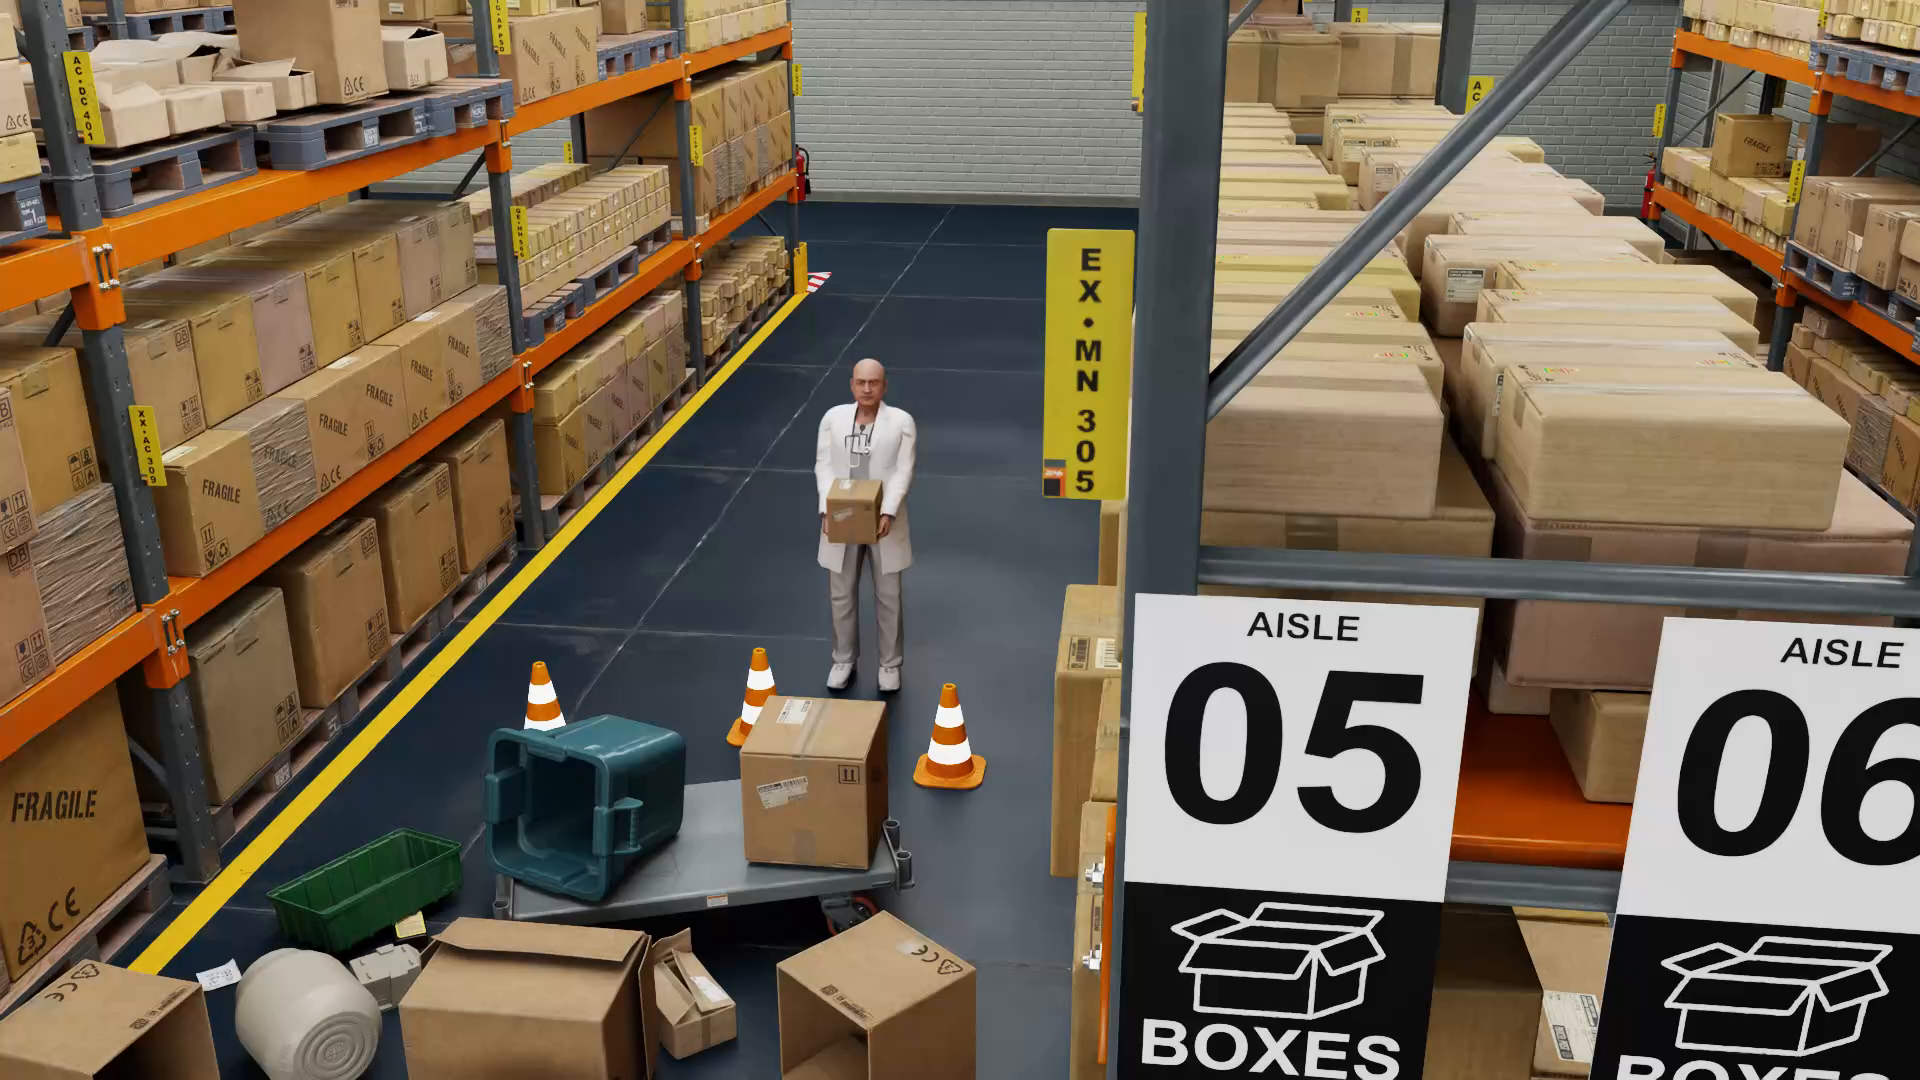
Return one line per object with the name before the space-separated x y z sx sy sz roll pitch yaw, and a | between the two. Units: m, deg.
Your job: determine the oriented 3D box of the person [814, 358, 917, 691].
person | -0.505 -0.045 8.719 0.533 1.774 0.554 2 21 6
